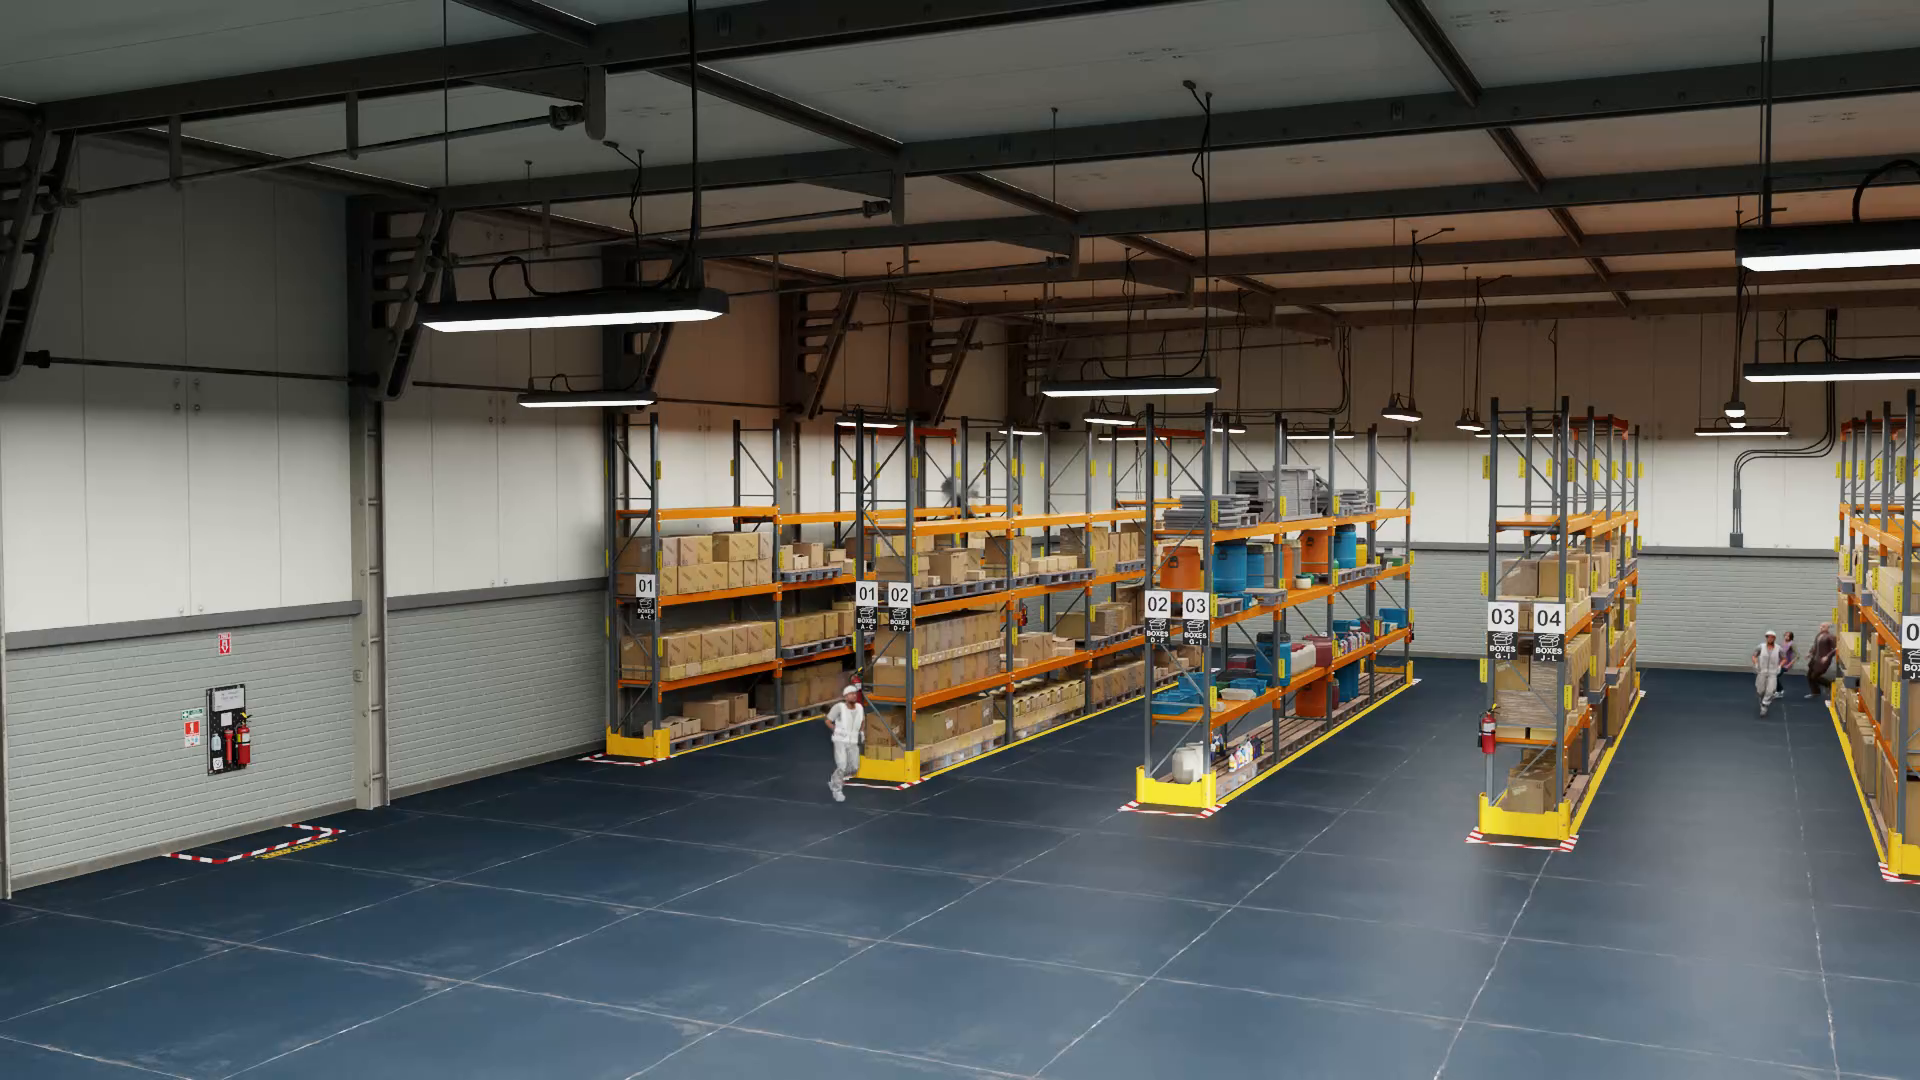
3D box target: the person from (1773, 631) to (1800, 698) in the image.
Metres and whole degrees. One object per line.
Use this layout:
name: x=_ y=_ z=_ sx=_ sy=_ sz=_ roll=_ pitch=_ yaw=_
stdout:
person: x=17.953 y=2.730 z=36.368 sx=0.549 sy=1.509 sz=0.645 roll=0 pitch=2 yaw=1

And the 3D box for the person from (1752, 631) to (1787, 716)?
person: x=16.538 y=2.714 z=34.003 sx=0.646 sy=1.729 sz=0.626 roll=1 pitch=3 yaw=28

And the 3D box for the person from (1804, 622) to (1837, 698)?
person: x=18.862 y=2.630 z=36.301 sx=0.609 sy=1.721 sz=0.759 roll=0 pitch=2 yaw=-5

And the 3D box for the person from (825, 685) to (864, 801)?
person: x=-1.722 y=3.079 z=25.371 sx=0.709 sy=1.722 sz=0.645 roll=-1 pitch=3 yaw=-32
